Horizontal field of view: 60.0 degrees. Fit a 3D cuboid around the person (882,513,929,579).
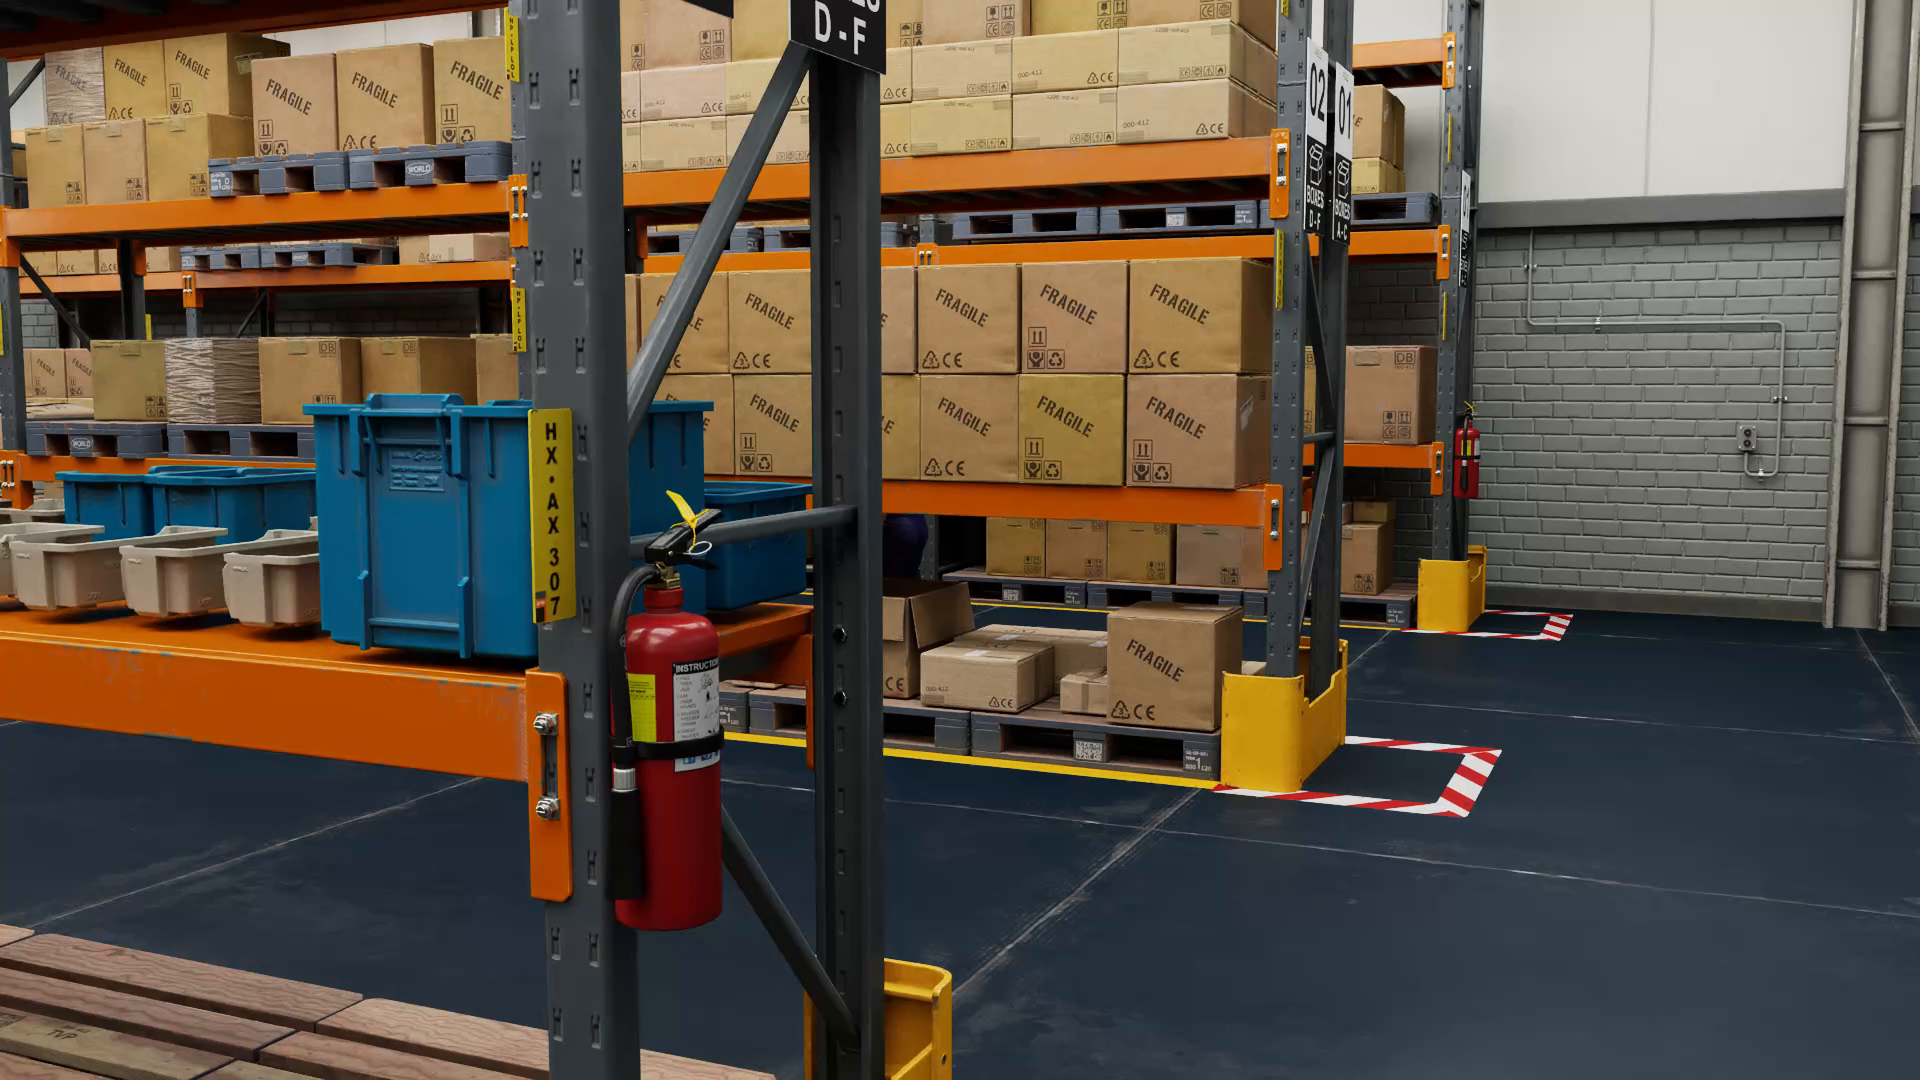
[{"bbox_3d":[-0.402,-0.038,10.196,0.364,1.652,0.559,2,6,21],"label":"person"}]
